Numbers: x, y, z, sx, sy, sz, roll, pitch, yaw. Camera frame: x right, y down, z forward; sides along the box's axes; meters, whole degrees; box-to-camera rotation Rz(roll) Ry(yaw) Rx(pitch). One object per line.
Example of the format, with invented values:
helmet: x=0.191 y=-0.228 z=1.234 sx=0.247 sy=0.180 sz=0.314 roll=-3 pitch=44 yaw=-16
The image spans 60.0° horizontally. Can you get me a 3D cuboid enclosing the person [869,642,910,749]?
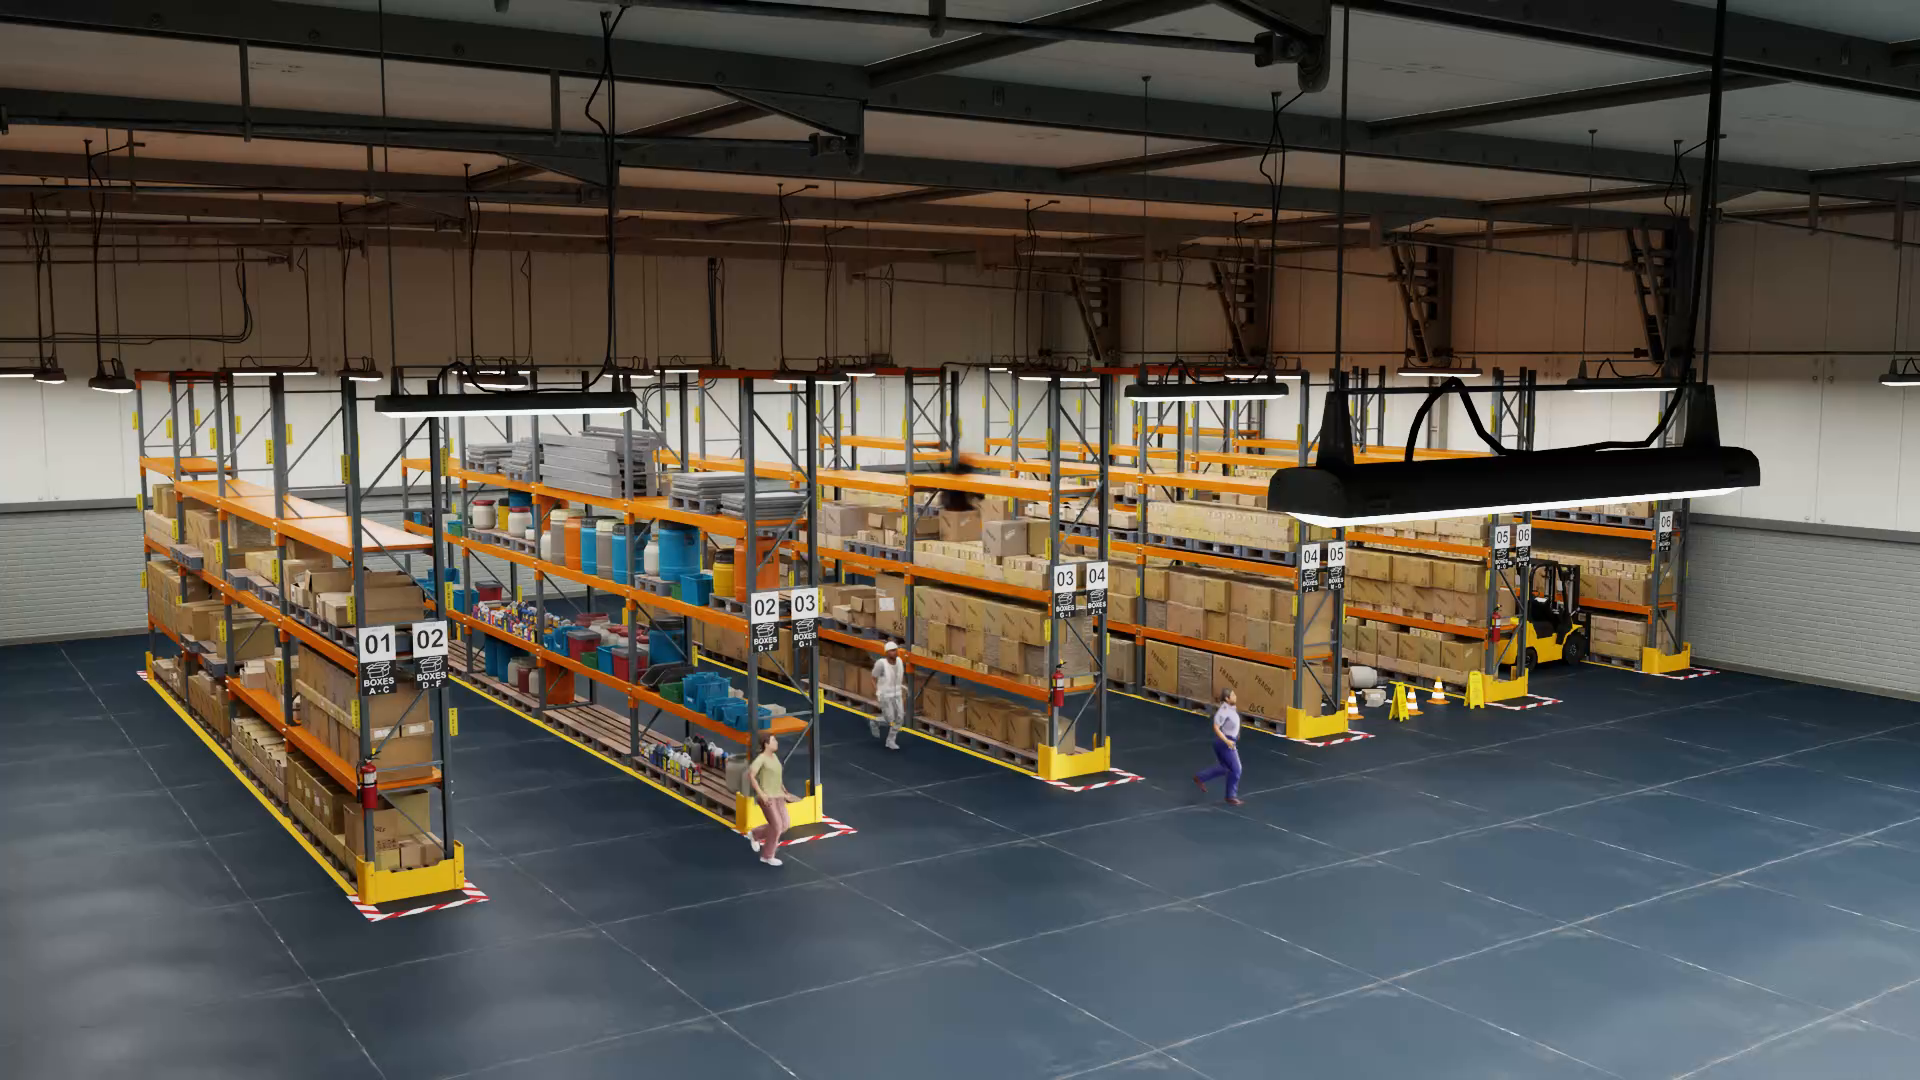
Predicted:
person: x=-1.152 y=2.466 z=26.605 sx=0.668 sy=1.728 sz=0.639 roll=-5 pitch=8 yaw=-39

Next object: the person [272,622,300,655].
person: x=-13.591 y=1.729 z=33.248 sx=0.759 sy=1.819 sz=0.700 roll=4 pitch=8 yaw=35

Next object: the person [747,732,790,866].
person: x=-2.385 y=3.205 z=20.739 sx=0.553 sy=1.612 sz=0.625 roll=3 pitch=7 yaw=26

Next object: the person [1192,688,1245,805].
person: x=3.649 y=2.908 z=23.412 sx=0.751 sy=1.644 sz=0.609 roll=1 pitch=7 yaw=12

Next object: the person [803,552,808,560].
person: x=-3.916 y=0.824 z=41.778 sx=0.863 sy=1.539 sz=0.590 roll=-1 pitch=7 yaw=-10
